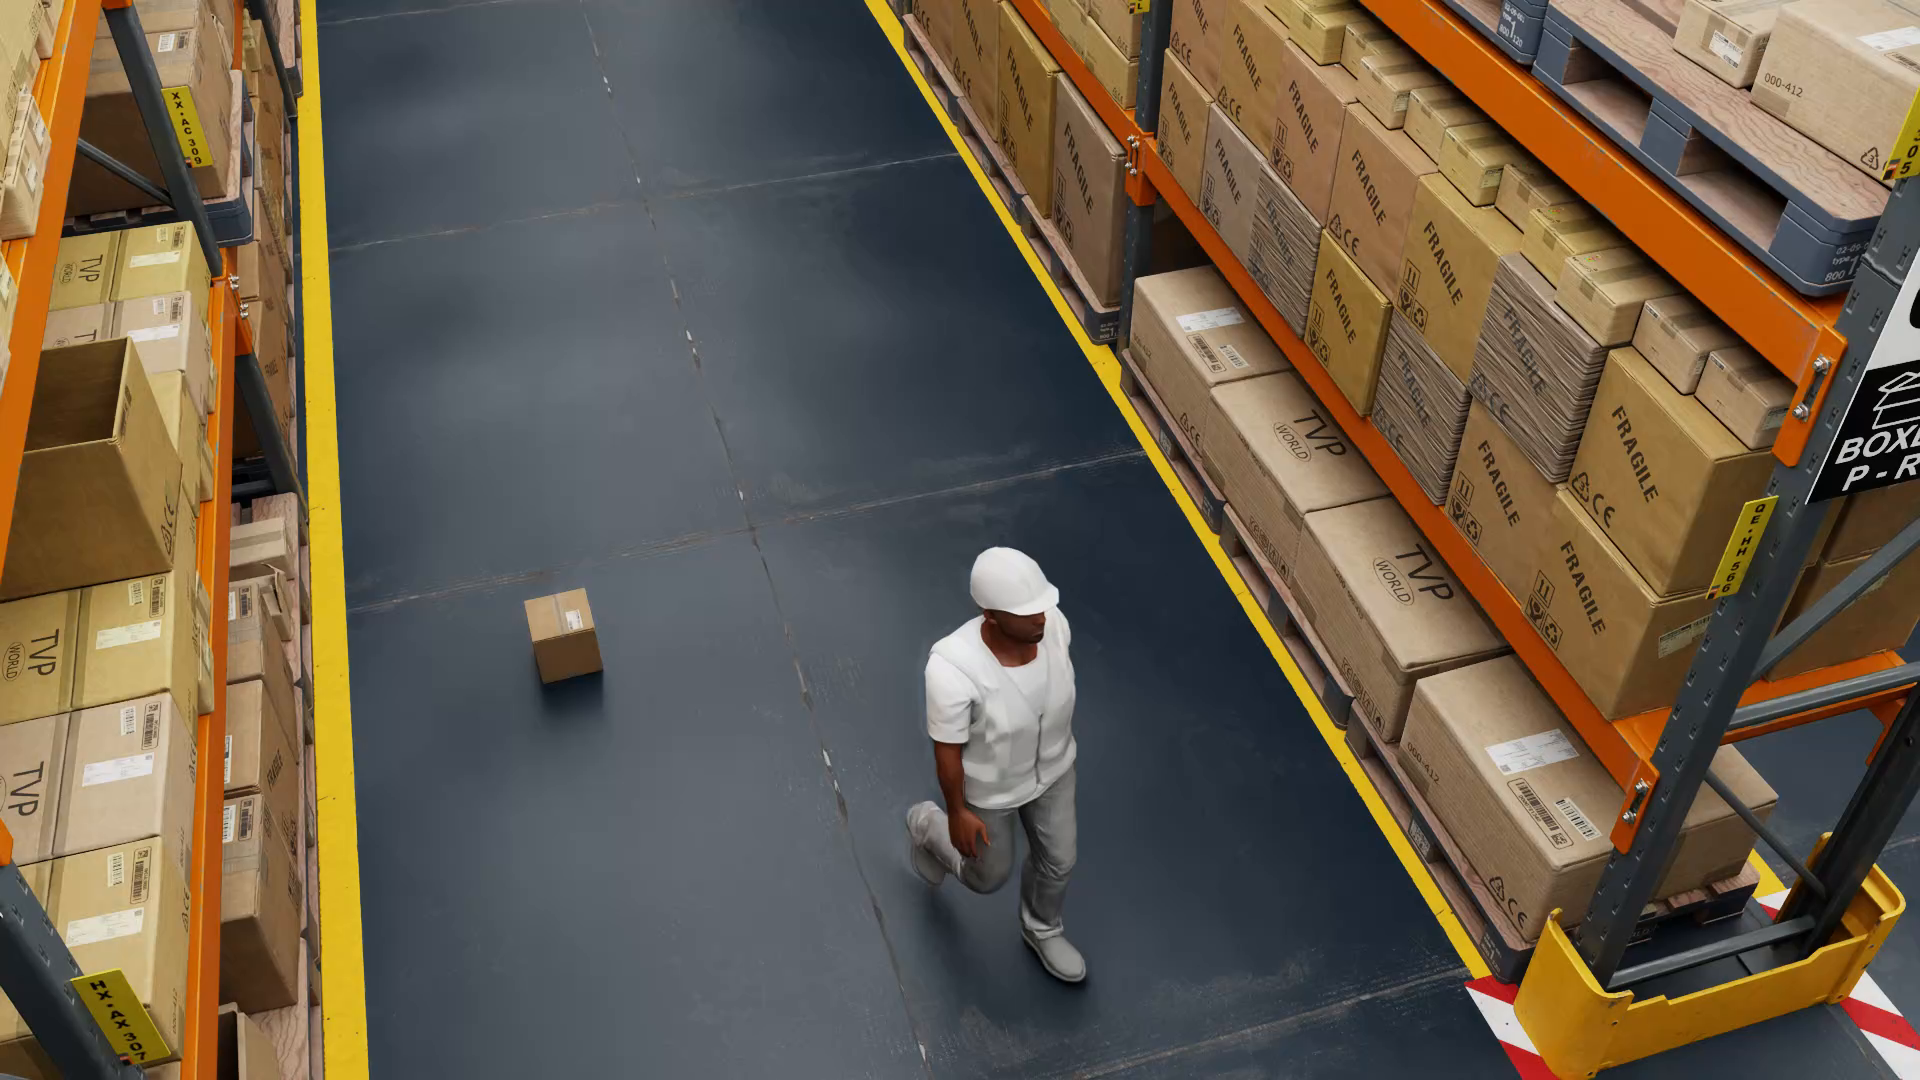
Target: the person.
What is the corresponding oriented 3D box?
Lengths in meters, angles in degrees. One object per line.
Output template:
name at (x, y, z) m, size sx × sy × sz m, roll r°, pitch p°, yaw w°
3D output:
person at (0.131, 0.700, 5.342) m, size 0.558 × 1.741 × 0.780 m, roll -25°, pitch 47°, yaw -25°
